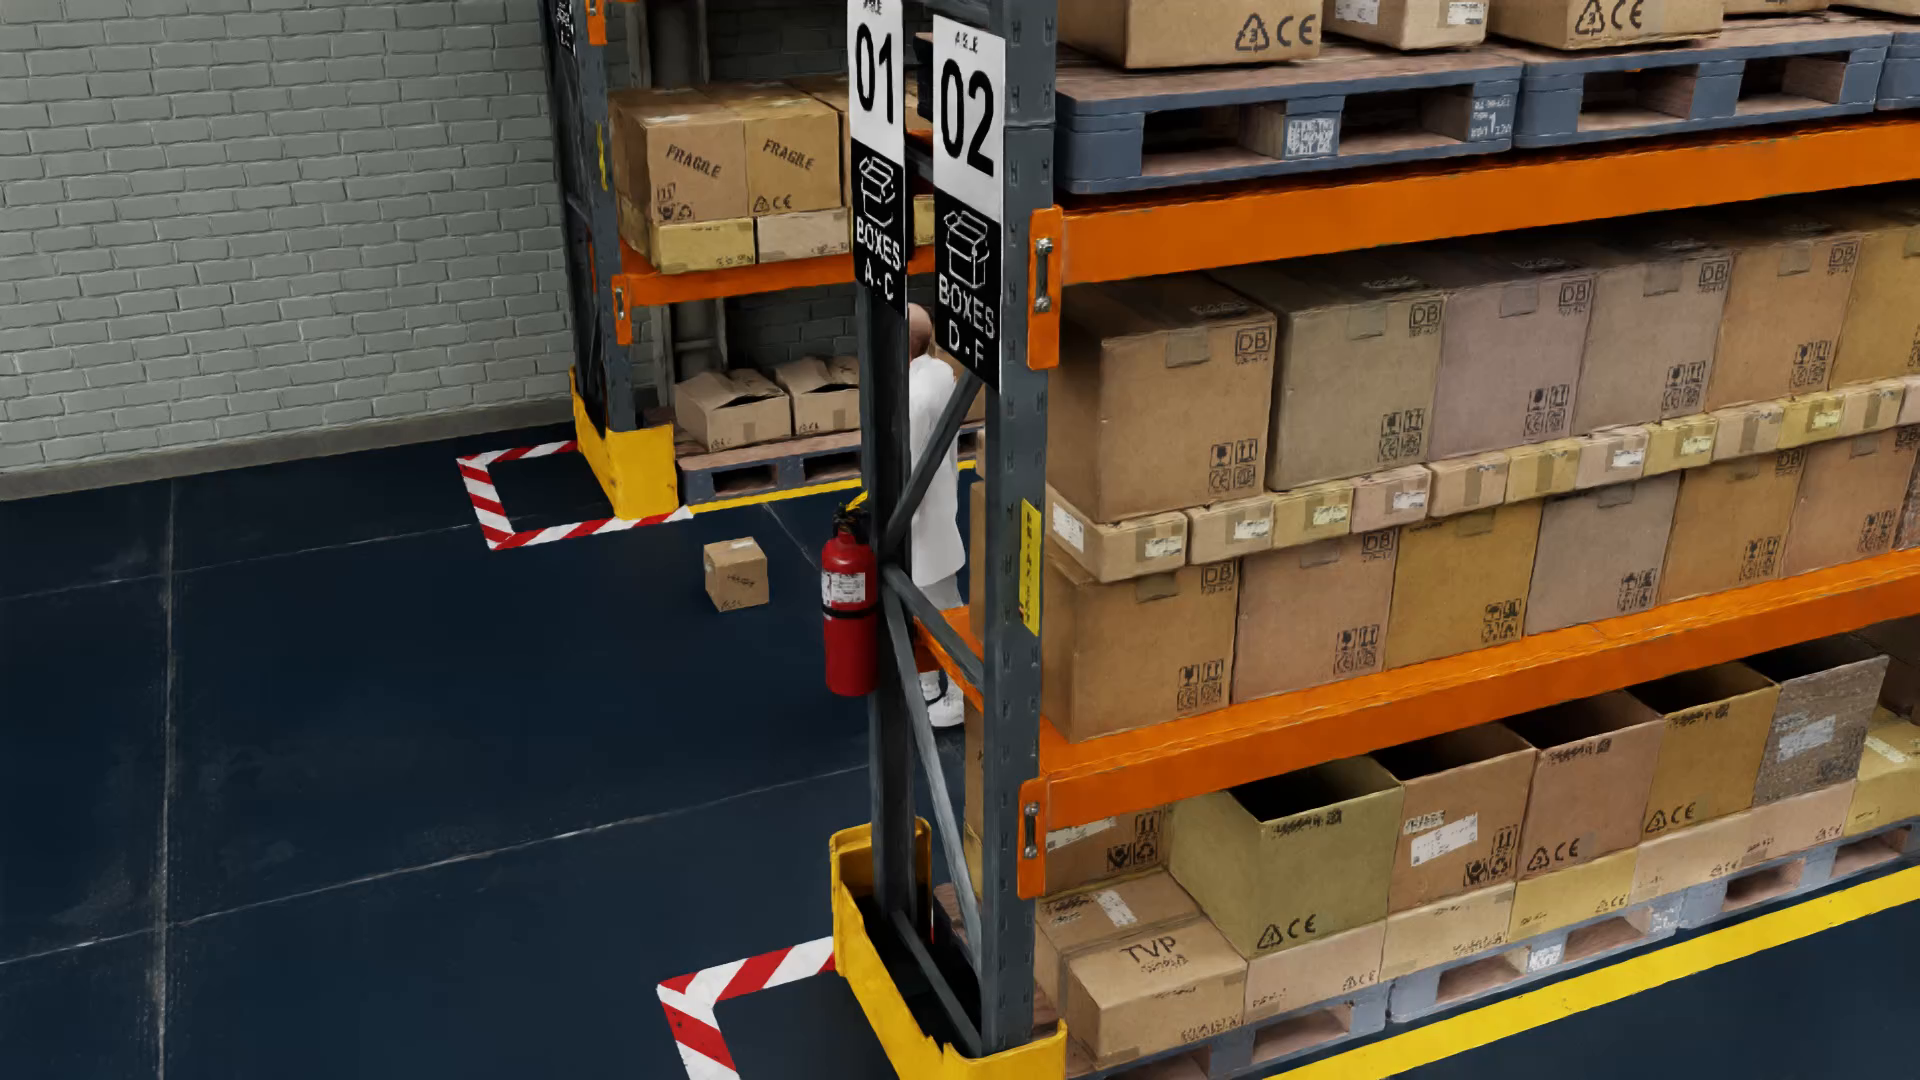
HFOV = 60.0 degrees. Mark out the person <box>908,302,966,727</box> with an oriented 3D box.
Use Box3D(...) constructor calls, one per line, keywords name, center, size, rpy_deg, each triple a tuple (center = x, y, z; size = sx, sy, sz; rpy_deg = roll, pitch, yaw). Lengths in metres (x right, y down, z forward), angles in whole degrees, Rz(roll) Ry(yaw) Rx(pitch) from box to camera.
Box3D(name="person", center=(-0.130, -0.102, 6.843), size=(0.639, 1.769, 0.607), rpy_deg=(5, 26, 10))
